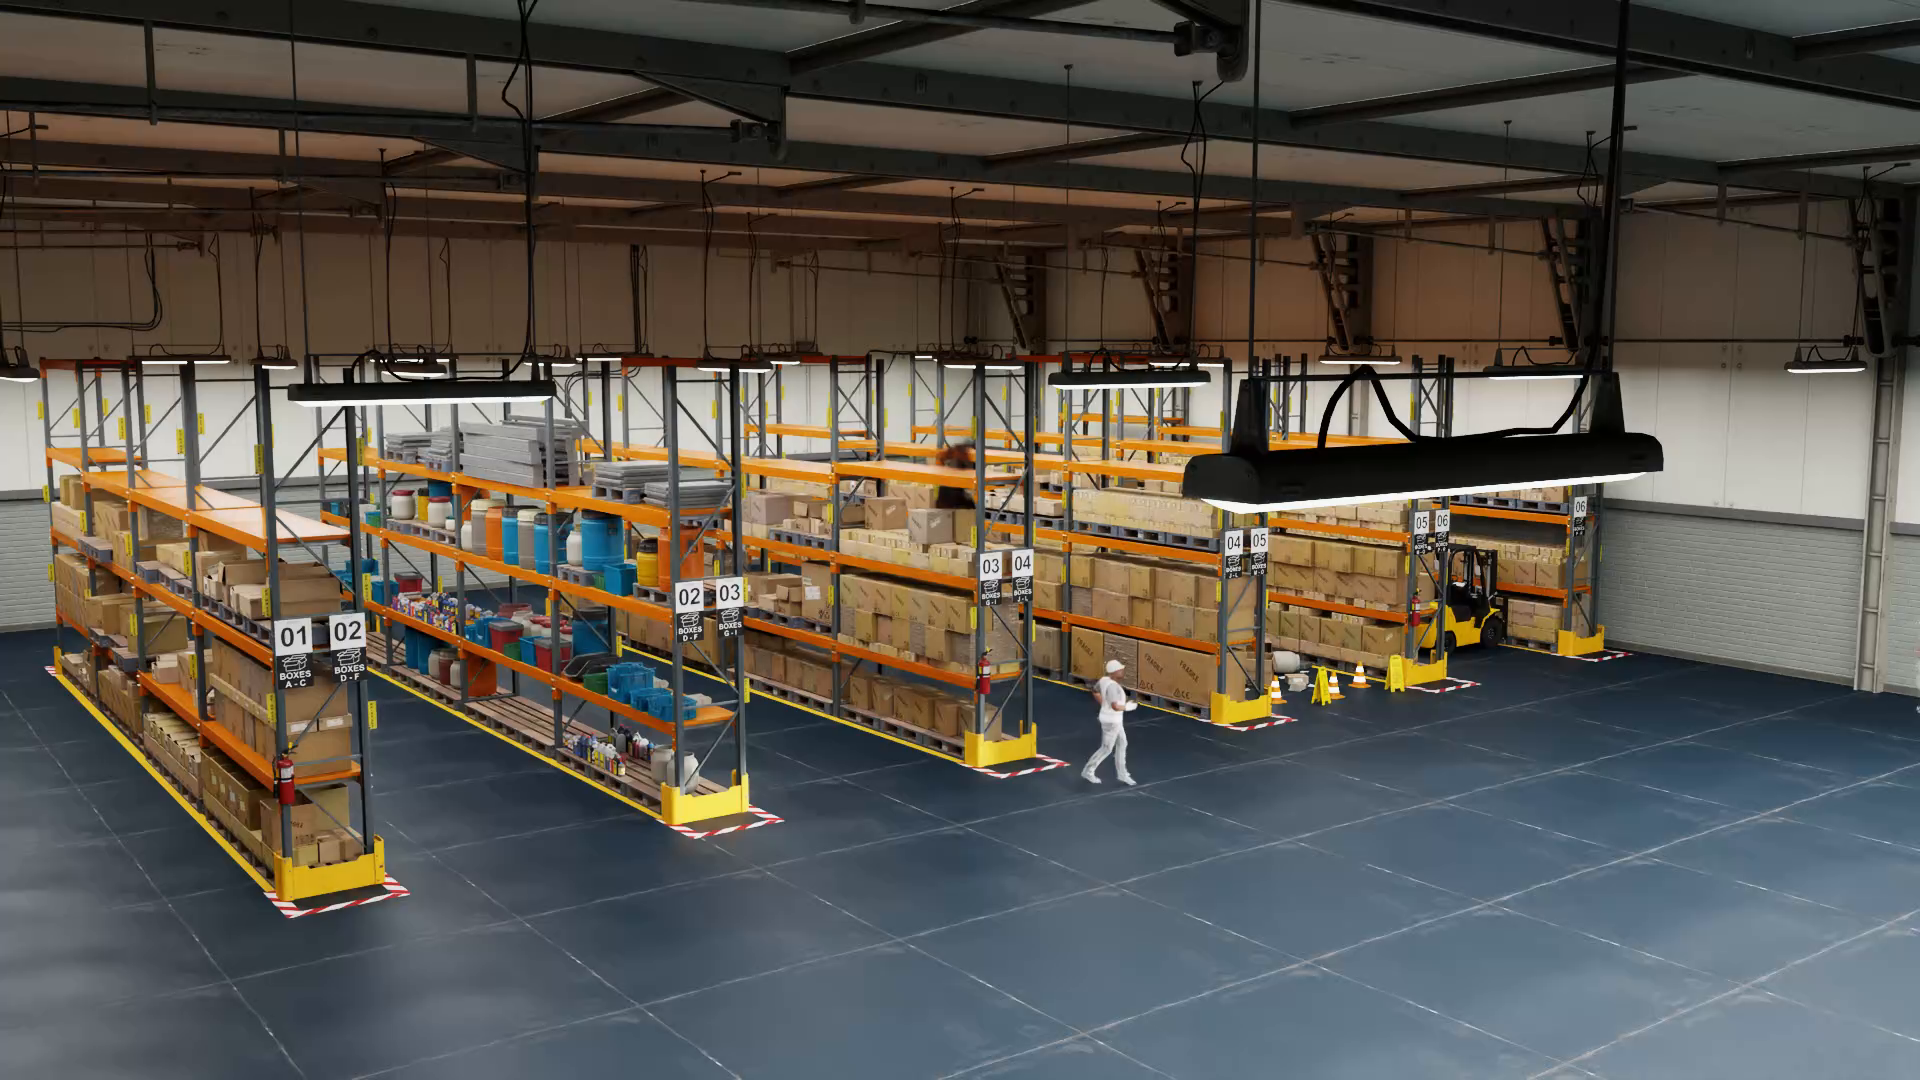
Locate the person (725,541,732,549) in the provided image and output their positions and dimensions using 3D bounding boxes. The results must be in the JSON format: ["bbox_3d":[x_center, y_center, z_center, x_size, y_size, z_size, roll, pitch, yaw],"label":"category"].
[{"bbox_3d":[-5.841,0.534,41.612,0.678,1.672,0.731,-2,7,-18],"label":"person"}]

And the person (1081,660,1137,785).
[{"bbox_3d":[2.138,2.614,23.646,0.810,1.839,0.703,0,7,0],"label":"person"}]
